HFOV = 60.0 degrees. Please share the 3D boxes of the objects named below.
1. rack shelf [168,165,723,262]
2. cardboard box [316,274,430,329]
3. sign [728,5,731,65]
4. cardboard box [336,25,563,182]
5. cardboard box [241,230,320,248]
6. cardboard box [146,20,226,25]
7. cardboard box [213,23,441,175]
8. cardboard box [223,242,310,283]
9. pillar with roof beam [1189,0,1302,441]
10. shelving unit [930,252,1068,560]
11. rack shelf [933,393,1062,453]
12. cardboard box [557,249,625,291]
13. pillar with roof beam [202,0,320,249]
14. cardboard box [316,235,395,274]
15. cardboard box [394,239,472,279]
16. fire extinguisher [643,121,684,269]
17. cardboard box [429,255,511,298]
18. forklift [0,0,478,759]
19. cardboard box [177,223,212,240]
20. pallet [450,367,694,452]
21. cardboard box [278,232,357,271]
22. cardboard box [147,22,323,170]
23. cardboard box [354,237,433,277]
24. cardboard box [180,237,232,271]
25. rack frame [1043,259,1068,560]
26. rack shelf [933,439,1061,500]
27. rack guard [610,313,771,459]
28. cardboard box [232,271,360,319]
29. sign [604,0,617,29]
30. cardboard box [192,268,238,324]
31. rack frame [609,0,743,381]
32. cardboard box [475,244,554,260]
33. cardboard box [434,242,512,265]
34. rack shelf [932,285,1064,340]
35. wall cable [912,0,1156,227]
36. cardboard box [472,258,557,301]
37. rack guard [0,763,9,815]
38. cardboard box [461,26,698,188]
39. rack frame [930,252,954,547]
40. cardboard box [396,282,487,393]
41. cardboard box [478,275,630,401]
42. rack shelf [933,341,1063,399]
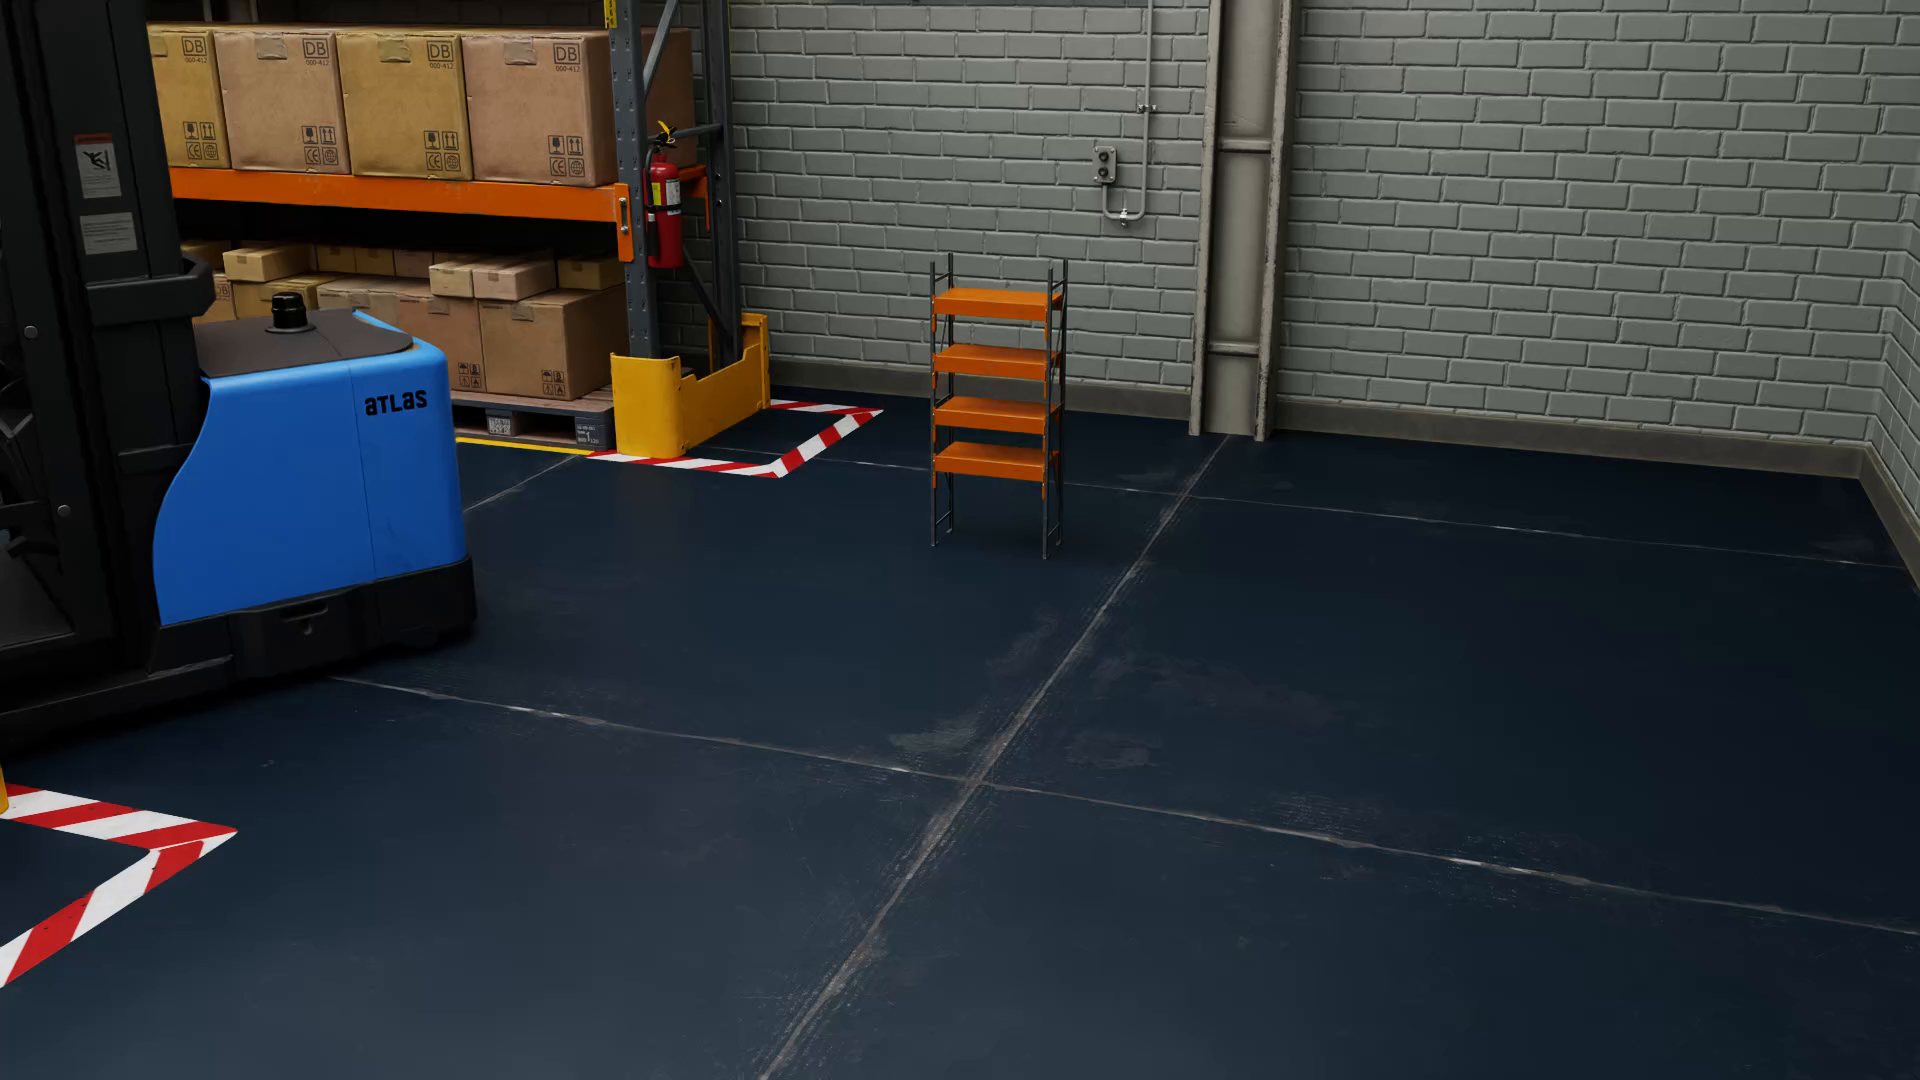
[{"bbox_3d":[-3.297,-1.890,9.033,4.000,0.370,1.077,7,20,18],"label":"rack shelf"},{"bbox_3d":[-3.050,-1.184,9.075,0.500,0.500,0.700,6,20,16],"label":"cardboard box"},{"bbox_3d":[-1.220,-2.631,8.632,0.005,0.325,0.100,7,20,18],"label":"sign"},{"bbox_3d":[-2.584,-2.282,8.610,0.700,0.700,0.980,6,20,18],"label":"cardboard box"},{"bbox_3d":[-3.838,-1.650,9.426,0.250,0.149,0.380,6,20,16],"label":"cardboard box"},{"bbox_3d":[-4.679,-2.523,9.302,0.700,0.700,0.980,7,20,19],"label":"cardboard box"},{"bbox_3d":[-3.301,-2.367,8.854,0.700,0.700,0.980,6,20,15],"label":"cardboard box"},{"bbox_3d":[-3.757,-1.507,9.016,0.250,0.149,0.380,6,20,17],"label":"cardboard box"},{"bbox_3d":[0.014,-3.485,3.402,0.400,9.000,9.100,7,20,18],"label":"pillar with roof beam"},{"bbox_3d":[0.156,-0.549,6.827,0.503,1.200,0.258,7,20,18],"label":"shelving unit"},{"bbox_3d":[0.156,-0.485,6.850,0.480,0.148,0.258,7,20,18],"label":"rack shelf"},{"bbox_3d":[-1.918,-1.431,8.798,0.250,0.149,0.380,7,20,18],"label":"cardboard box"},{"bbox_3d":[-5.654,-4.133,5.261,0.400,9.000,9.100,7,20,18],"label":"pillar with roof beam"},{"bbox_3d":[-3.355,-1.595,9.268,0.250,0.149,0.380,6,20,17],"label":"cardboard box"},{"bbox_3d":[-2.874,-1.540,9.110,0.250,0.149,0.380,7,20,19],"label":"cardboard box"},{"bbox_3d":[-1.417,-1.641,7.910,0.183,0.674,0.296,7,20,18],"label":"fire extinguisher"},{"bbox_3d":[-2.525,-1.367,8.614,0.250,0.149,0.380,7,20,20],"label":"cardboard box"},{"bbox_3d":[-3.231,-0.855,5.077,3.031,2.935,1.130,-14,24,-35],"label":"forklift"},{"bbox_3d":[-4.585,-1.734,9.669,0.250,0.149,0.380,6,20,18],"label":"cardboard box"},{"bbox_3d":[-2.189,-0.758,8.932,1.213,0.211,1.003,7,20,18],"label":"pallet"},{"bbox_3d":[-3.600,-1.622,9.347,0.250,0.149,0.380,7,20,19],"label":"cardboard box"},{"bbox_3d":[-3.992,-2.443,9.071,0.700,0.700,0.980,6,20,17],"label":"cardboard box"},{"bbox_3d":[-3.116,-1.567,9.189,0.250,0.149,0.380,7,20,19],"label":"cardboard box"},{"bbox_3d":[-4.250,-1.563,9.178,0.250,0.149,0.380,7,20,20],"label":"cardboard box"},{"bbox_3d":[0.387,-0.522,6.752,0.015,1.200,0.240,7,20,18],"label":"rack frame"},{"bbox_3d":[0.156,-0.298,6.915,0.480,0.148,0.258,7,20,18],"label":"rack shelf"},{"bbox_3d":[-1.385,-0.830,8.699,0.348,0.500,1.175,7,20,18],"label":"rack guard"},{"bbox_3d":[-3.556,-1.239,9.234,0.500,0.500,0.700,7,20,19],"label":"cardboard box"},{"bbox_3d":[-1.599,-2.505,7.585,0.005,0.325,0.100,7,20,18],"label":"sign"},{"bbox_3d":[-4.040,-1.295,9.395,0.500,0.500,0.700,6,20,18],"label":"cardboard box"},{"bbox_3d":[-1.408,-2.013,8.295,0.127,3.000,1.000,7,20,18],"label":"rack frame"},{"bbox_3d":[-2.397,-1.485,8.954,0.250,0.149,0.380,7,20,18],"label":"cardboard box"},{"bbox_3d":[-2.633,-1.512,9.032,0.250,0.149,0.380,7,20,19],"label":"cardboard box"},{"bbox_3d":[0.156,-0.920,6.698,0.480,0.148,0.258,7,20,18],"label":"rack shelf"},{"bbox_3d":[0.112,-2.649,8.574,1.851,1.984,0.084,7,20,18],"label":"wall cable"},{"bbox_3d":[-2.283,-1.339,8.535,0.250,0.149,0.380,6,20,17],"label":"cardboard box"},{"bbox_3d":[-3.102,0.700,4.310,0.348,0.500,1.175,7,20,18],"label":"rack guard"},{"bbox_3d":[-1.893,-2.207,8.394,0.700,0.700,0.980,7,21,21],"label":"cardboard box"},{"bbox_3d":[-0.074,-0.575,6.903,0.015,1.200,0.240,7,20,18],"label":"rack frame"},{"bbox_3d":[-2.575,-1.130,8.920,0.500,0.500,0.700,6,20,18],"label":"cardboard box"},{"bbox_3d":[-2.102,-1.076,8.765,0.500,0.500,0.700,7,20,18],"label":"cardboard box"},{"bbox_3d":[0.156,-0.696,6.776,0.480,0.148,0.258,7,20,18],"label":"rack shelf"}]
